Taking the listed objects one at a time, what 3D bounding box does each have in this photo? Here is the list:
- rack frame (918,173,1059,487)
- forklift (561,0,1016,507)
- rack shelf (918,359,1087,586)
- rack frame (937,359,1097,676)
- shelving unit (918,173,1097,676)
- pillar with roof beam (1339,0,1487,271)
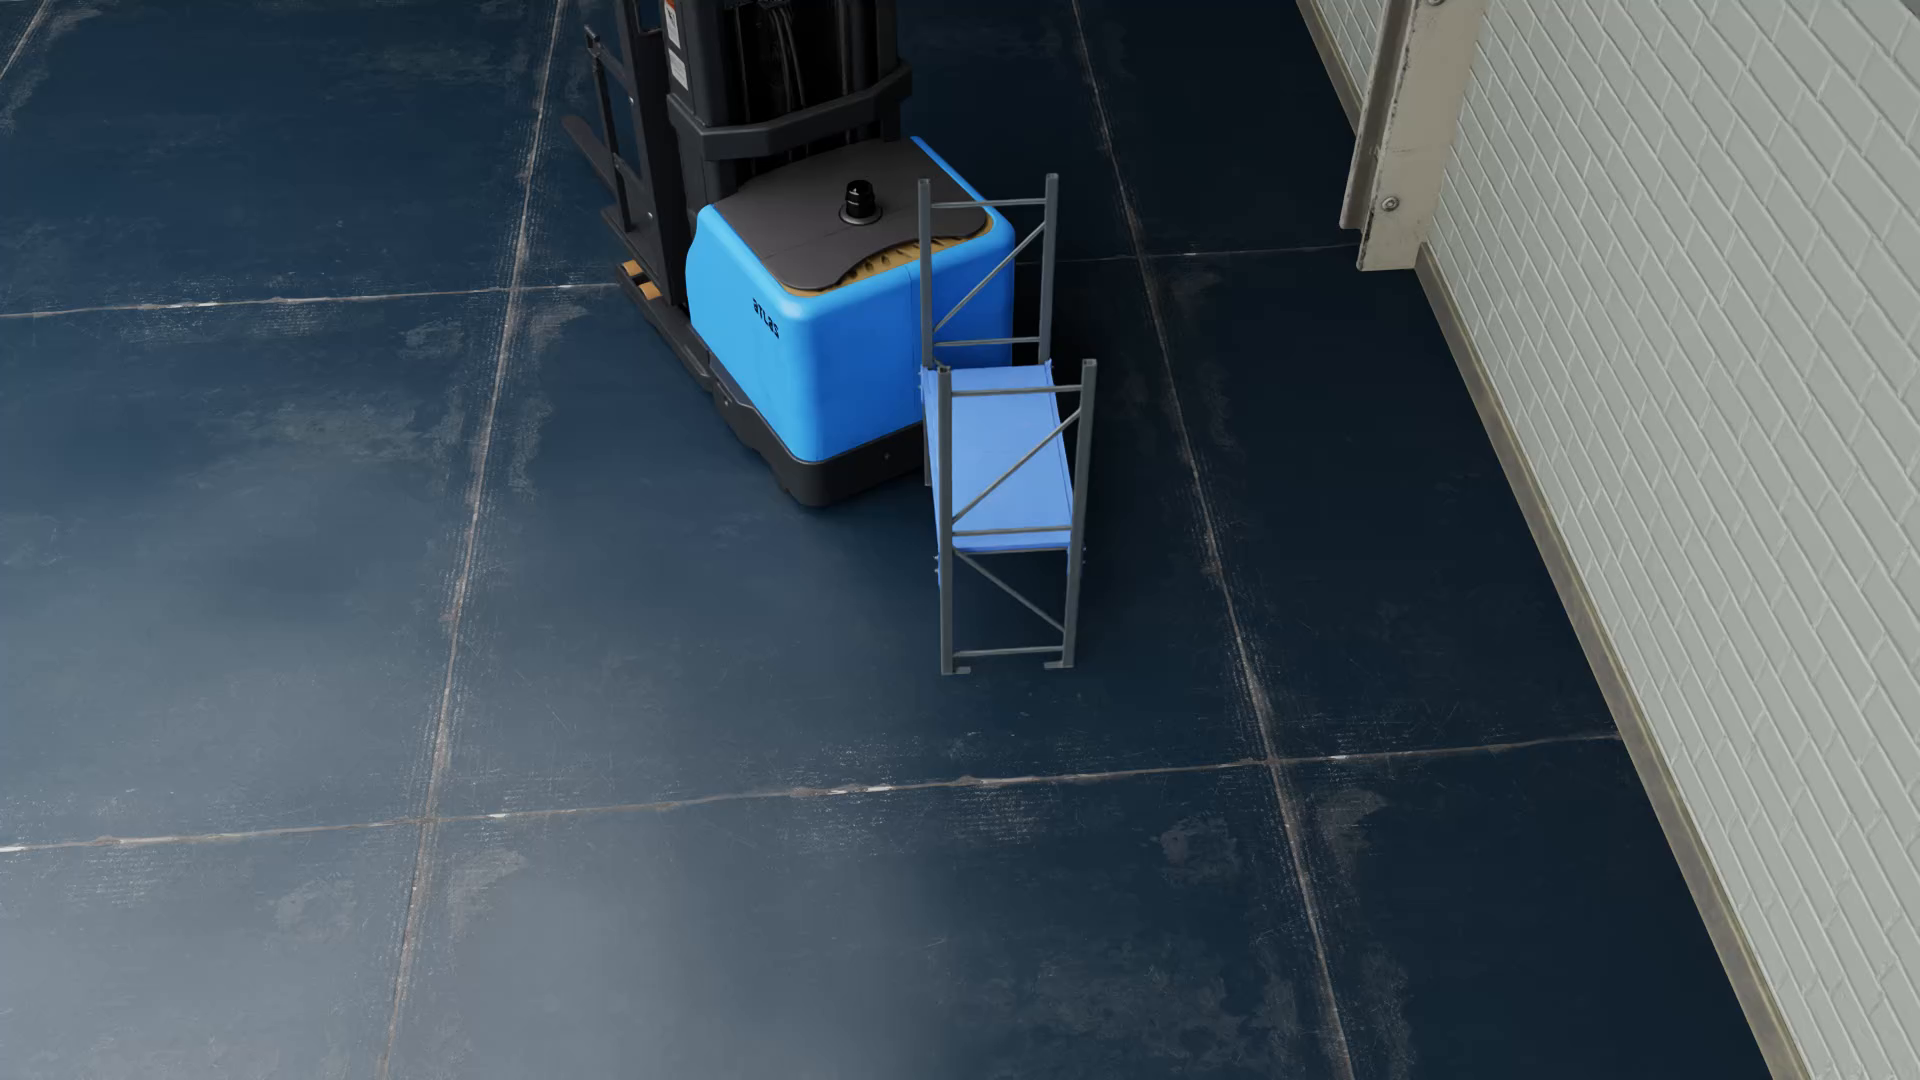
[{"bbox_3d":[0.101,-0.764,6.441,0.500,1.500,0.032,-3,47,-3],"label":"rack frame"},{"bbox_3d":[-0.963,-2.202,6.817,1.130,2.935,3.031,-24,51,-21],"label":"forklift"},{"bbox_3d":[0.141,-0.273,6.223,0.538,0.185,1.000,-3,47,-3],"label":"rack shelf"},{"bbox_3d":[0.180,-0.028,5.744,0.500,1.500,0.032,-3,47,-3],"label":"rack frame"},{"bbox_3d":[0.141,-0.396,6.093,0.538,1.500,1.048,-3,47,-3],"label":"shelving unit"},{"bbox_3d":[-2.242,-4.275,4.601,9.100,9.000,0.400,-3,47,-3],"label":"pillar with roof beam"}]
